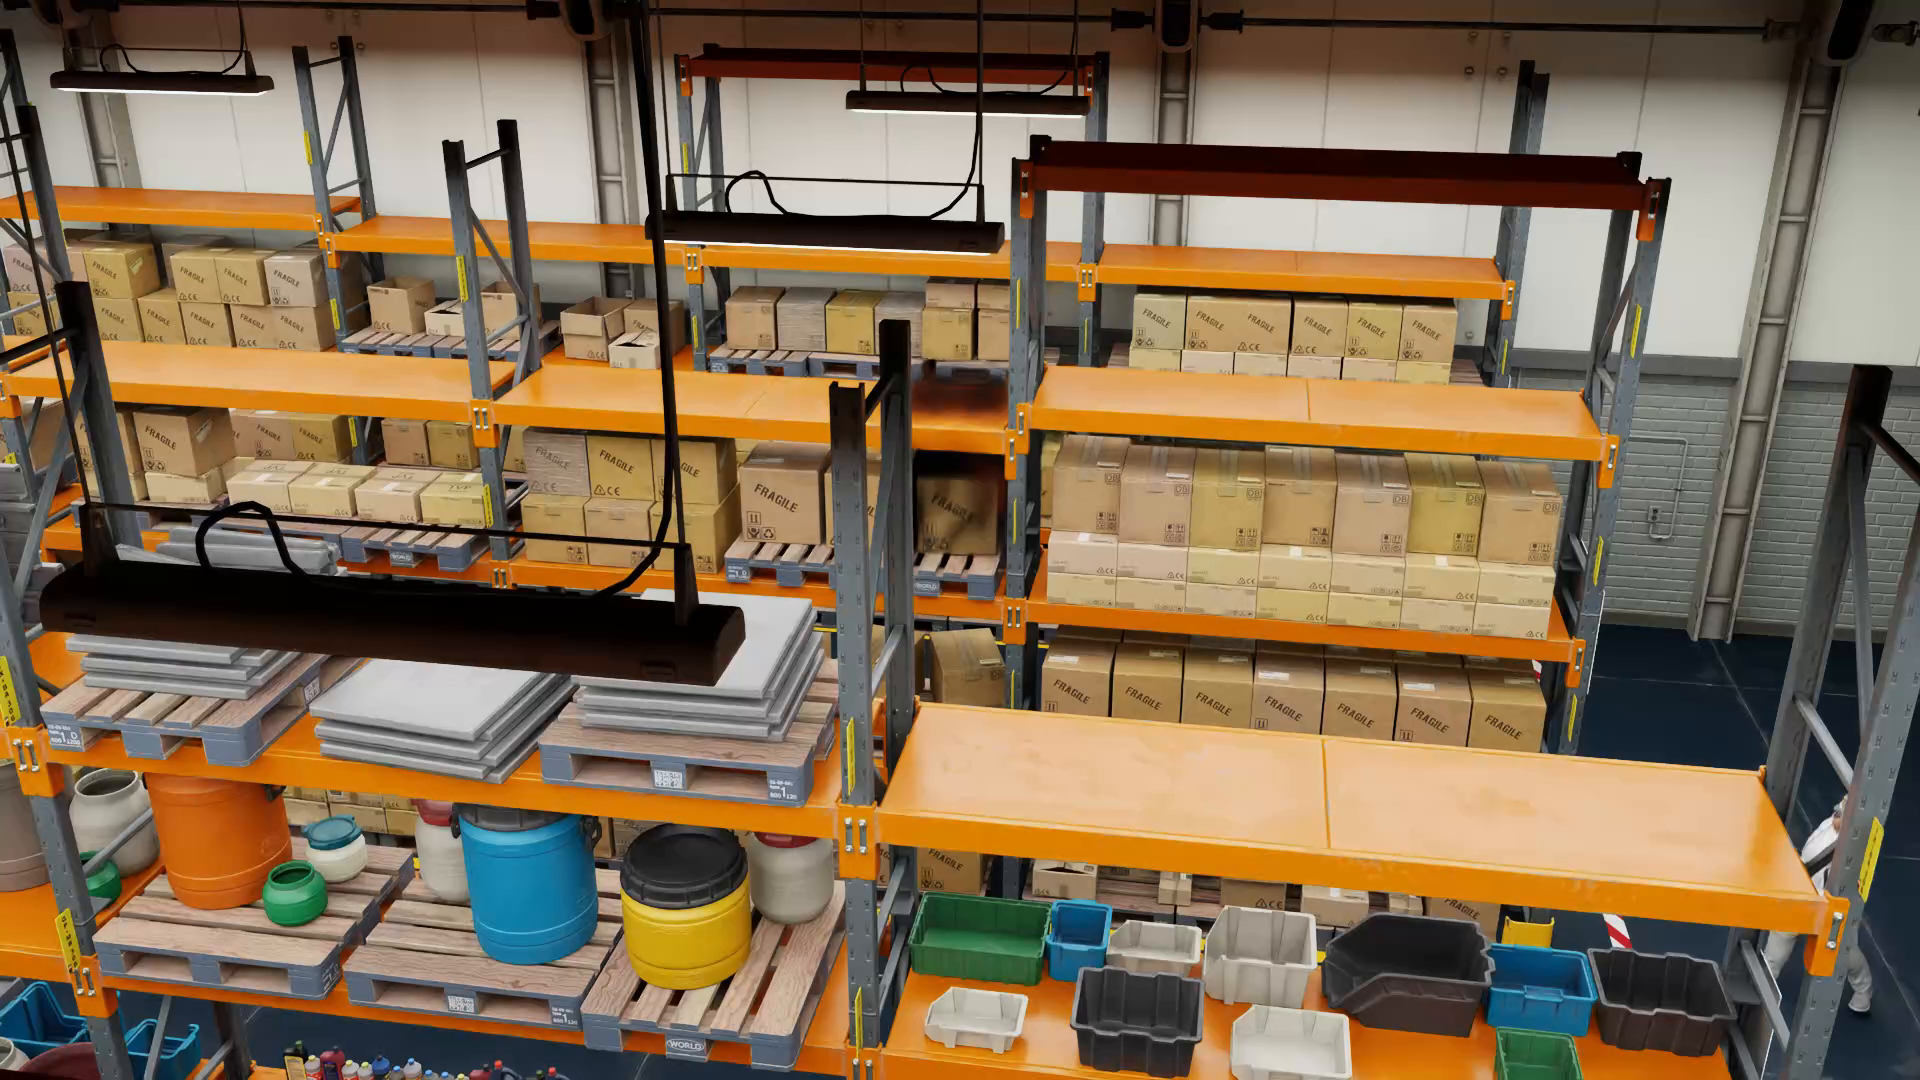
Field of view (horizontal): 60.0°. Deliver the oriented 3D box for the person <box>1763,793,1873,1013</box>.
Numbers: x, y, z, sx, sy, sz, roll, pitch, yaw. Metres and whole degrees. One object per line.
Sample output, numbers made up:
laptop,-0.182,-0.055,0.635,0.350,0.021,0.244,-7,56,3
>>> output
person,6.258,2.593,12.055,0.912,1.740,0.709,-6,24,-14
